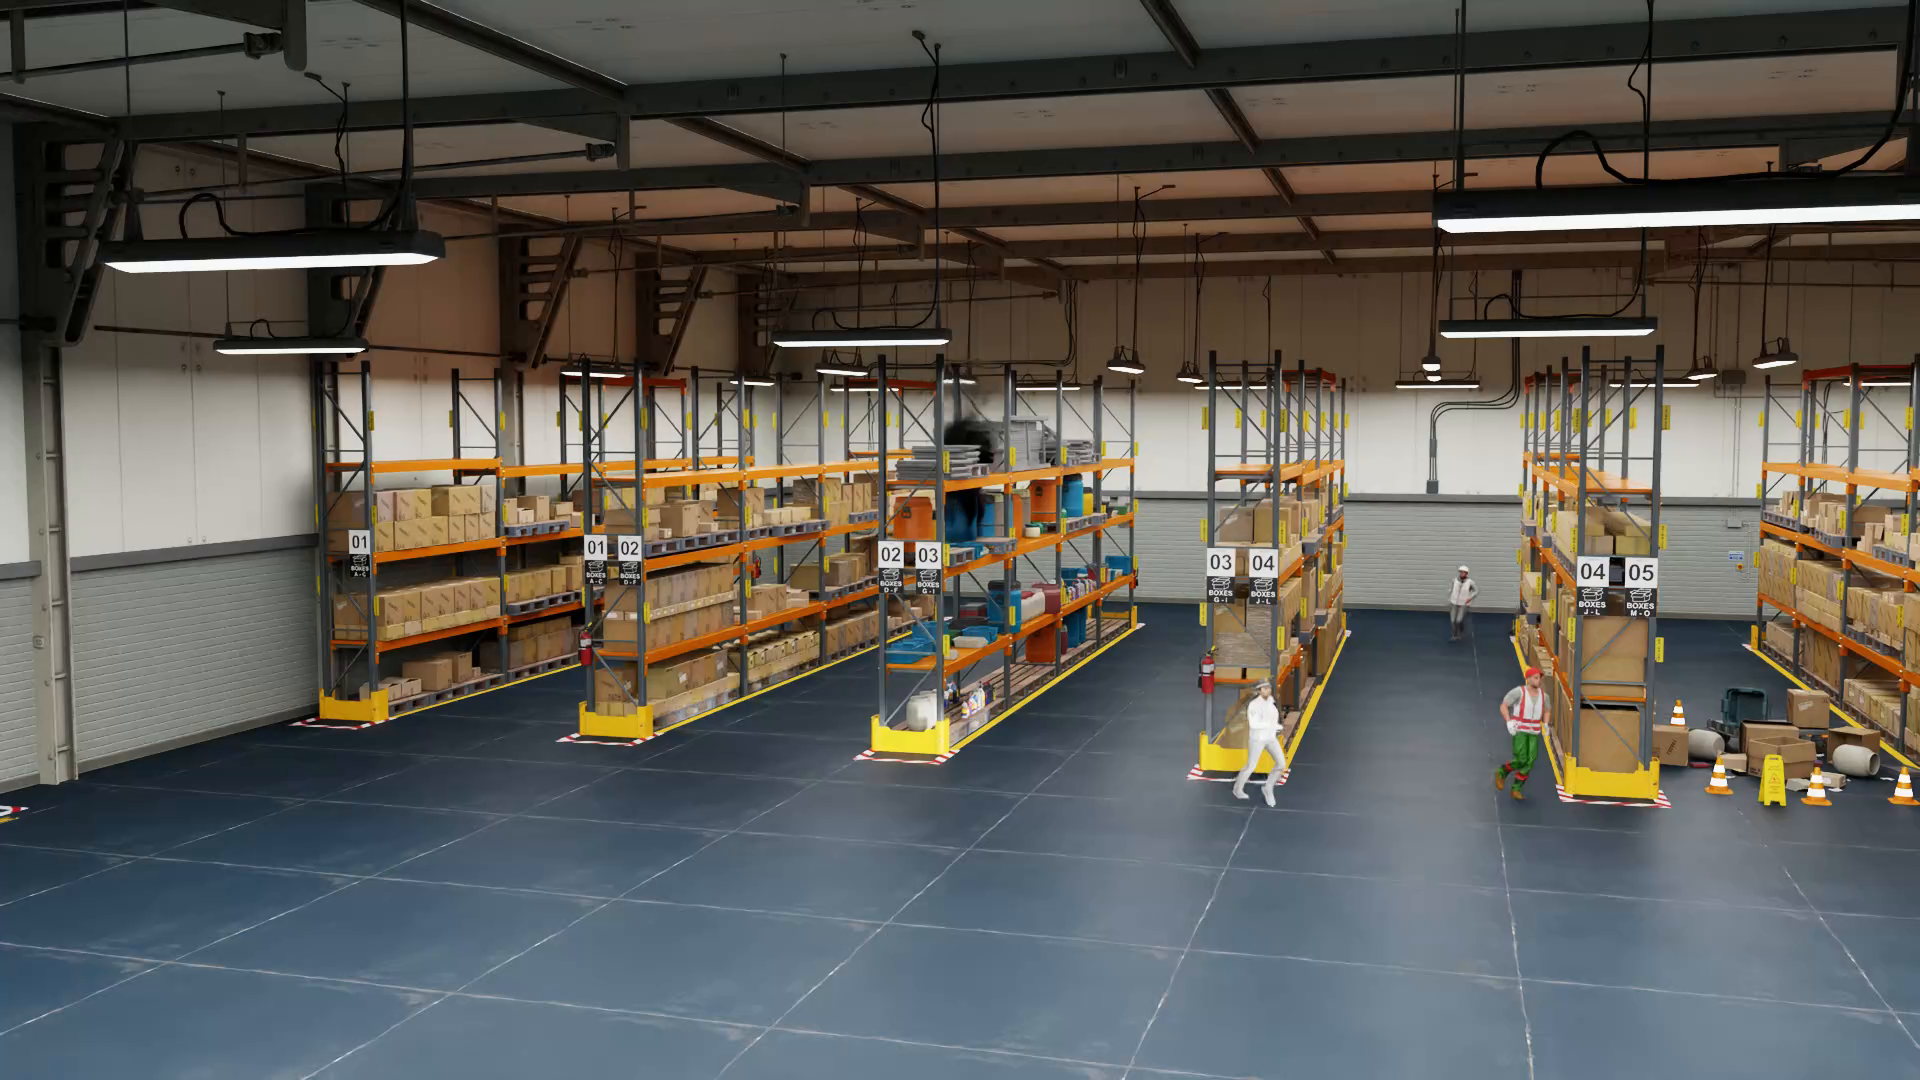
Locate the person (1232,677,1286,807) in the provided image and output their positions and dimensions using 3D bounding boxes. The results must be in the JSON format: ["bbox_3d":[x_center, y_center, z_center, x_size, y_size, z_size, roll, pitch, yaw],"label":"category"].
[{"bbox_3d":[3.952,2.609,21.647,0.626,1.698,0.828,-3,5,-32],"label":"person"}]

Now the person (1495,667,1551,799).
[{"bbox_3d":[7.554,2.556,22.162,0.693,1.724,0.577,-1,4,-12],"label":"person"}]

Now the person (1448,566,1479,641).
[{"bbox_3d":[11.326,1.450,37.616,0.671,1.731,0.623,3,5,38],"label":"person"}]

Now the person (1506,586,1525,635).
[{"bbox_3d":[13.327,1.396,38.751,1.104,1.751,0.616,0,4,6],"label":"person"}]
